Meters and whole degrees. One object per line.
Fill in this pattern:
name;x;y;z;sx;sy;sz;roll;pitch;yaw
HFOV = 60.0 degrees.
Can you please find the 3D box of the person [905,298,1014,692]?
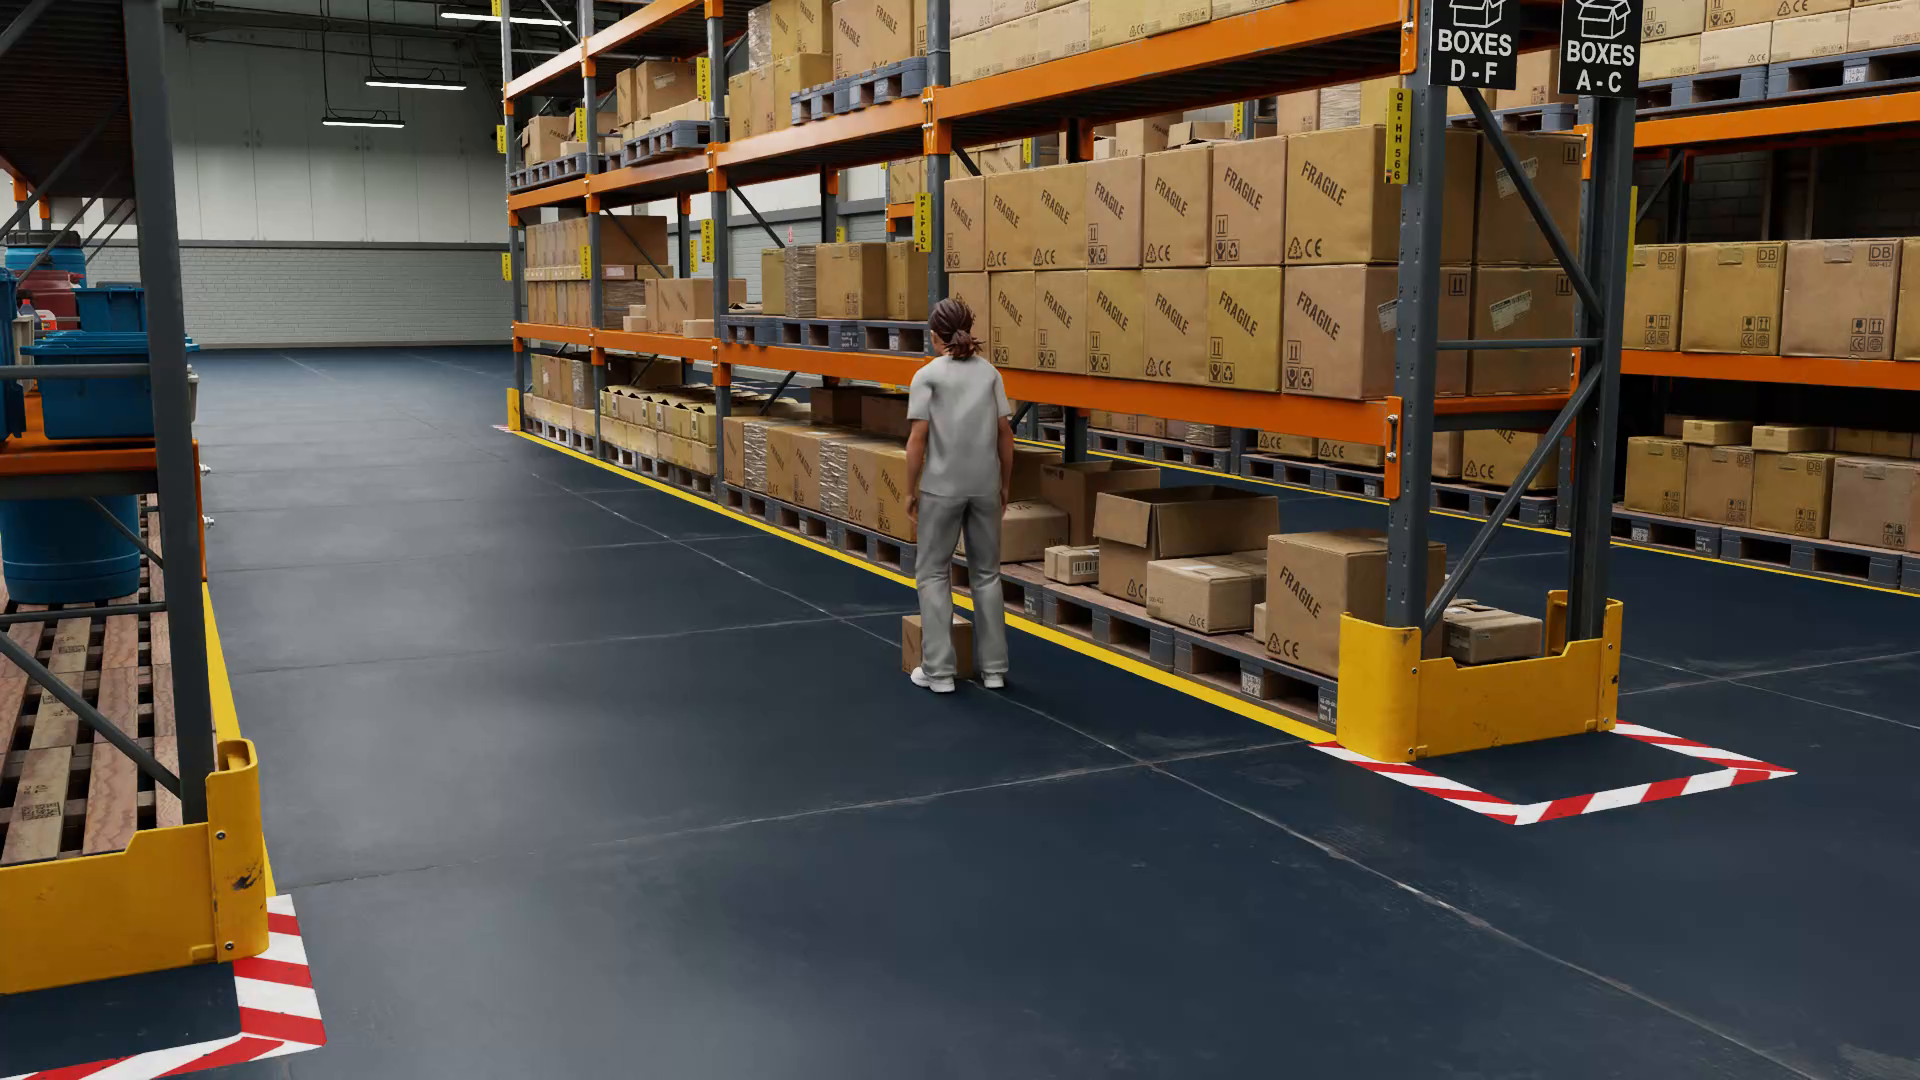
person;-0.008;-0.190;7.111;0.488;1.672;0.361;-3;9;-20
